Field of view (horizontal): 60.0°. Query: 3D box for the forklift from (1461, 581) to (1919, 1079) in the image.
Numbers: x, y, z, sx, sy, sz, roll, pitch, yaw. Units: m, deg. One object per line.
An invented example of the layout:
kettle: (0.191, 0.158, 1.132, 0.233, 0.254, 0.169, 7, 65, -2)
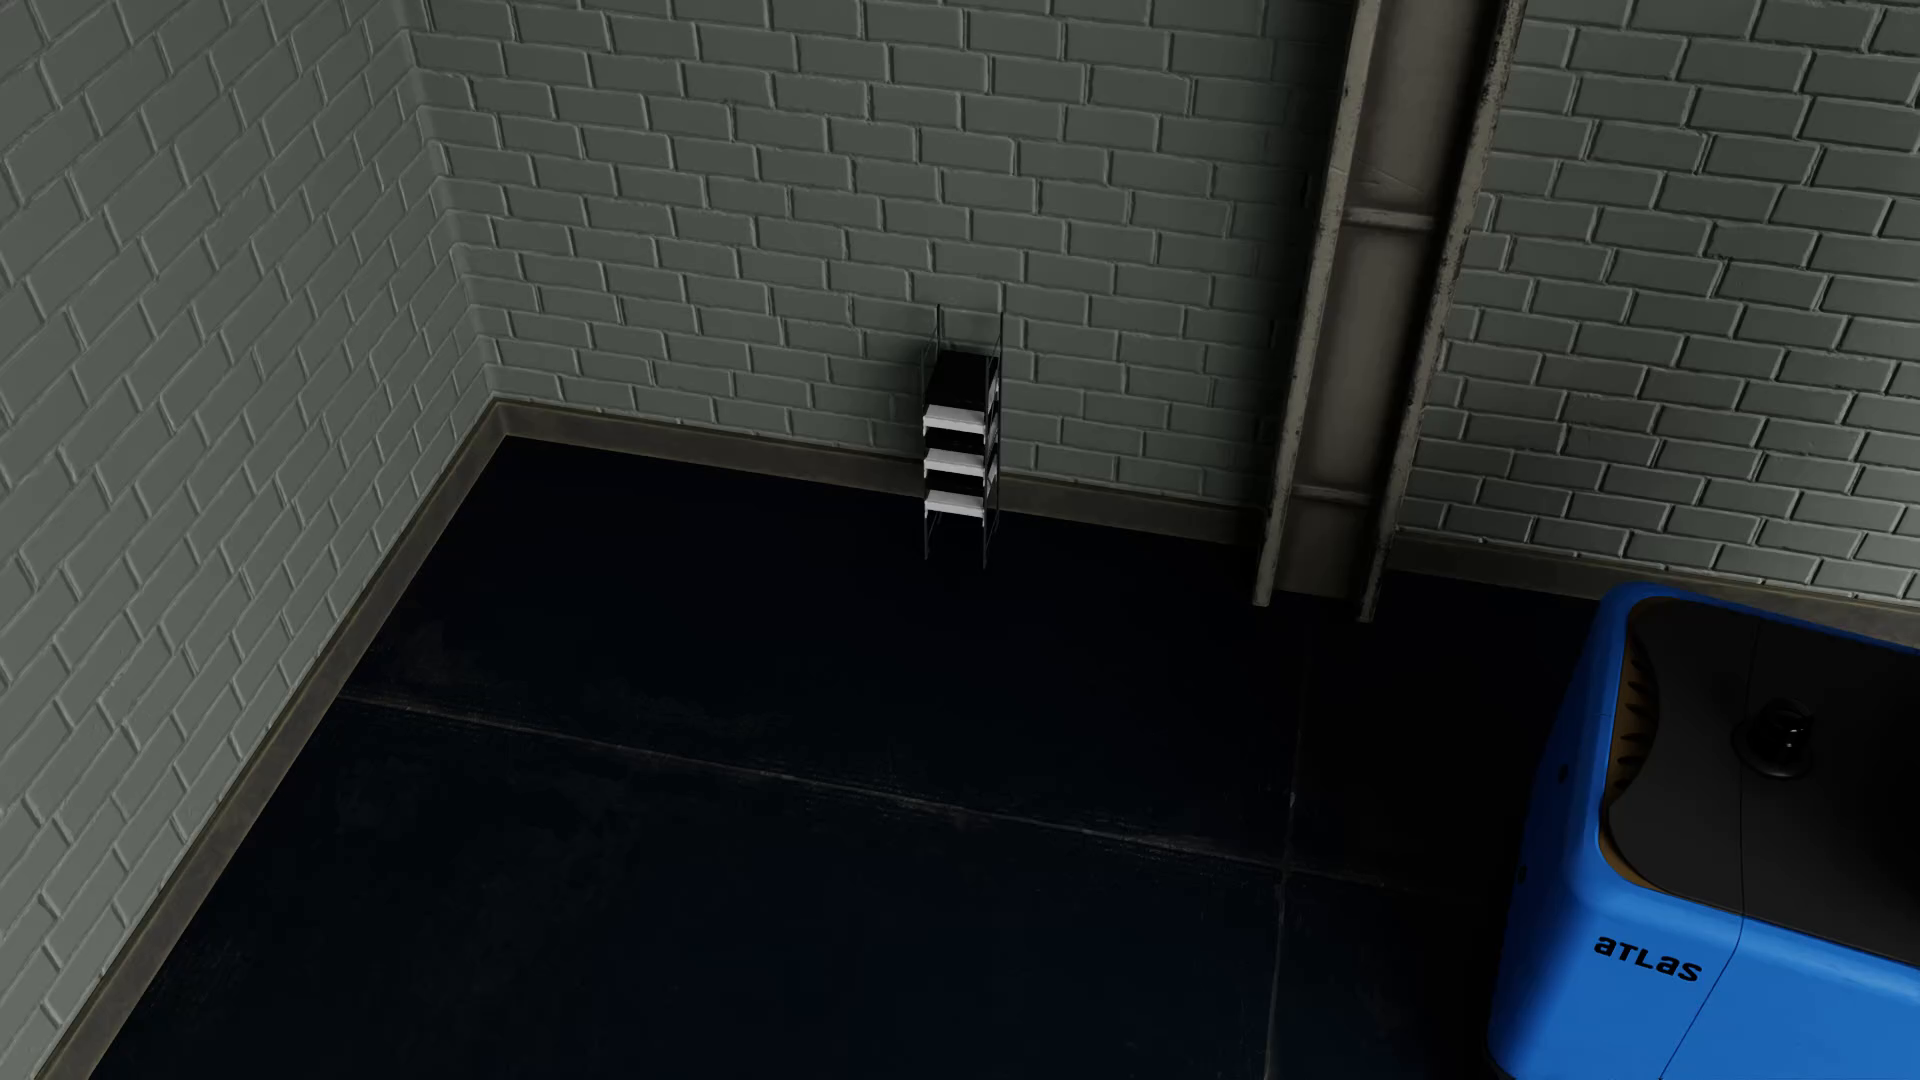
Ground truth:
forklift: (2.832, 0.485, 3.133, 3.031, 2.935, 1.130, 15, 46, 15)

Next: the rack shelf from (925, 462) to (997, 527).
rack shelf: (0.008, -0.169, 5.585, 0.200, 0.077, 0.258, 9, 45, 9)

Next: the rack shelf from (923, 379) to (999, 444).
rack shelf: (0.008, -0.429, 5.335, 0.200, 0.077, 0.258, 9, 45, 9)

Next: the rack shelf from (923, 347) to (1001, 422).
rack shelf: (0.008, -0.493, 5.273, 0.200, 0.077, 0.258, 9, 45, 9)

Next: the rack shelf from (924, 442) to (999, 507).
rack shelf: (0.008, -0.234, 5.522, 0.200, 0.077, 0.258, 9, 45, 9)

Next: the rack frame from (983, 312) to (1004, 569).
rack frame: (0.107, -0.308, 5.421, 0.006, 0.900, 0.240, 9, 45, 9)

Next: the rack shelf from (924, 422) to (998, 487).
rack shelf: (0.008, -0.299, 5.460, 0.200, 0.077, 0.258, 9, 45, 9)

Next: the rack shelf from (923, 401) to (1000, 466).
rack shelf: (0.008, -0.364, 5.397, 0.200, 0.077, 0.258, 9, 45, 9)

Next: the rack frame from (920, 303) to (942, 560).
rack frame: (-0.091, -0.338, 5.453, 0.006, 0.900, 0.240, 9, 45, 9)

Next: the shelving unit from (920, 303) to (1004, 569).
shelving unit: (0.008, -0.323, 5.437, 0.210, 0.900, 0.258, 9, 45, 9)
